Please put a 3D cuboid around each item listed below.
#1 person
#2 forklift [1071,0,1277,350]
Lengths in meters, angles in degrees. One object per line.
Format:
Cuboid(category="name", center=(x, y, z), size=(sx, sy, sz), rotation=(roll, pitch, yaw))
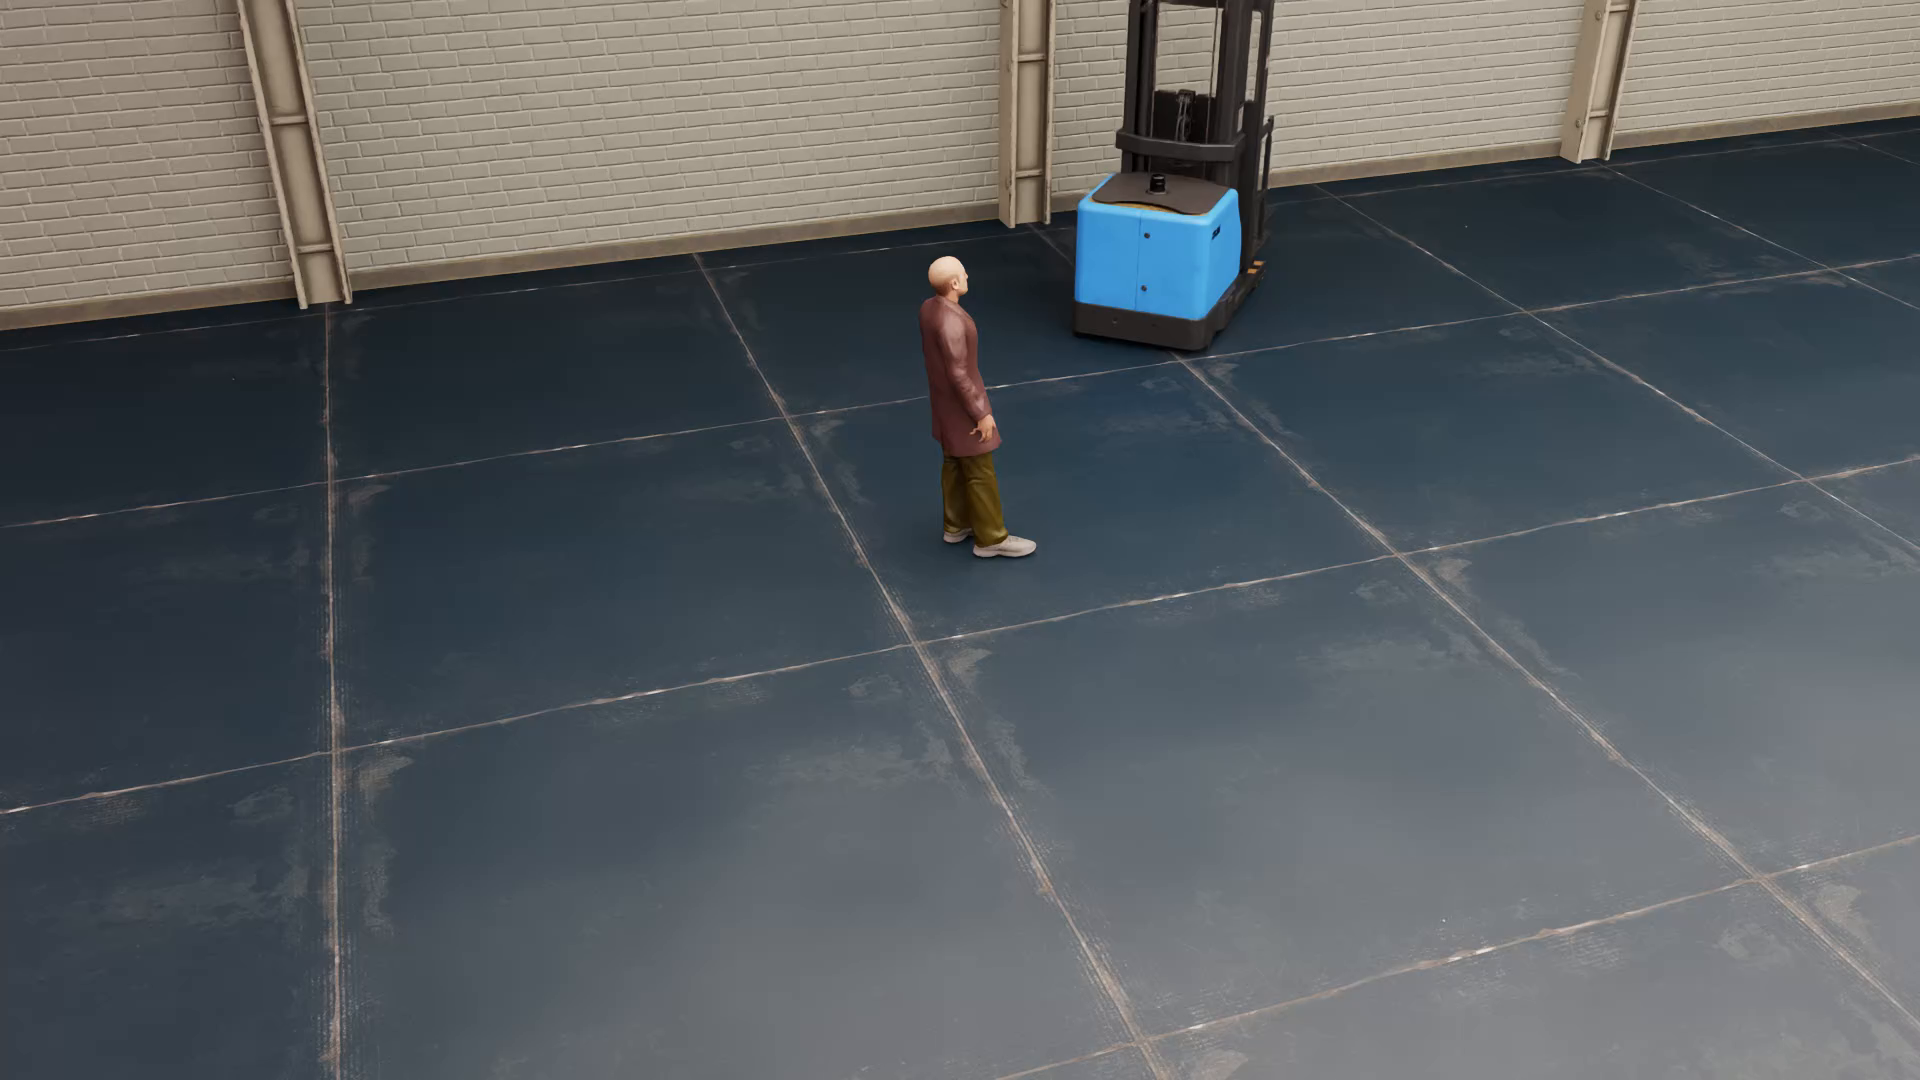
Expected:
Cuboid(category="person", center=(0.088, -0.789, 9.600), size=(0.582, 1.776, 0.696), rotation=(-10, 31, -16))
Cuboid(category="forklift", center=(1.891, -3.394, 12.986), size=(1.130, 2.935, 3.031), rotation=(12, 32, 20))
